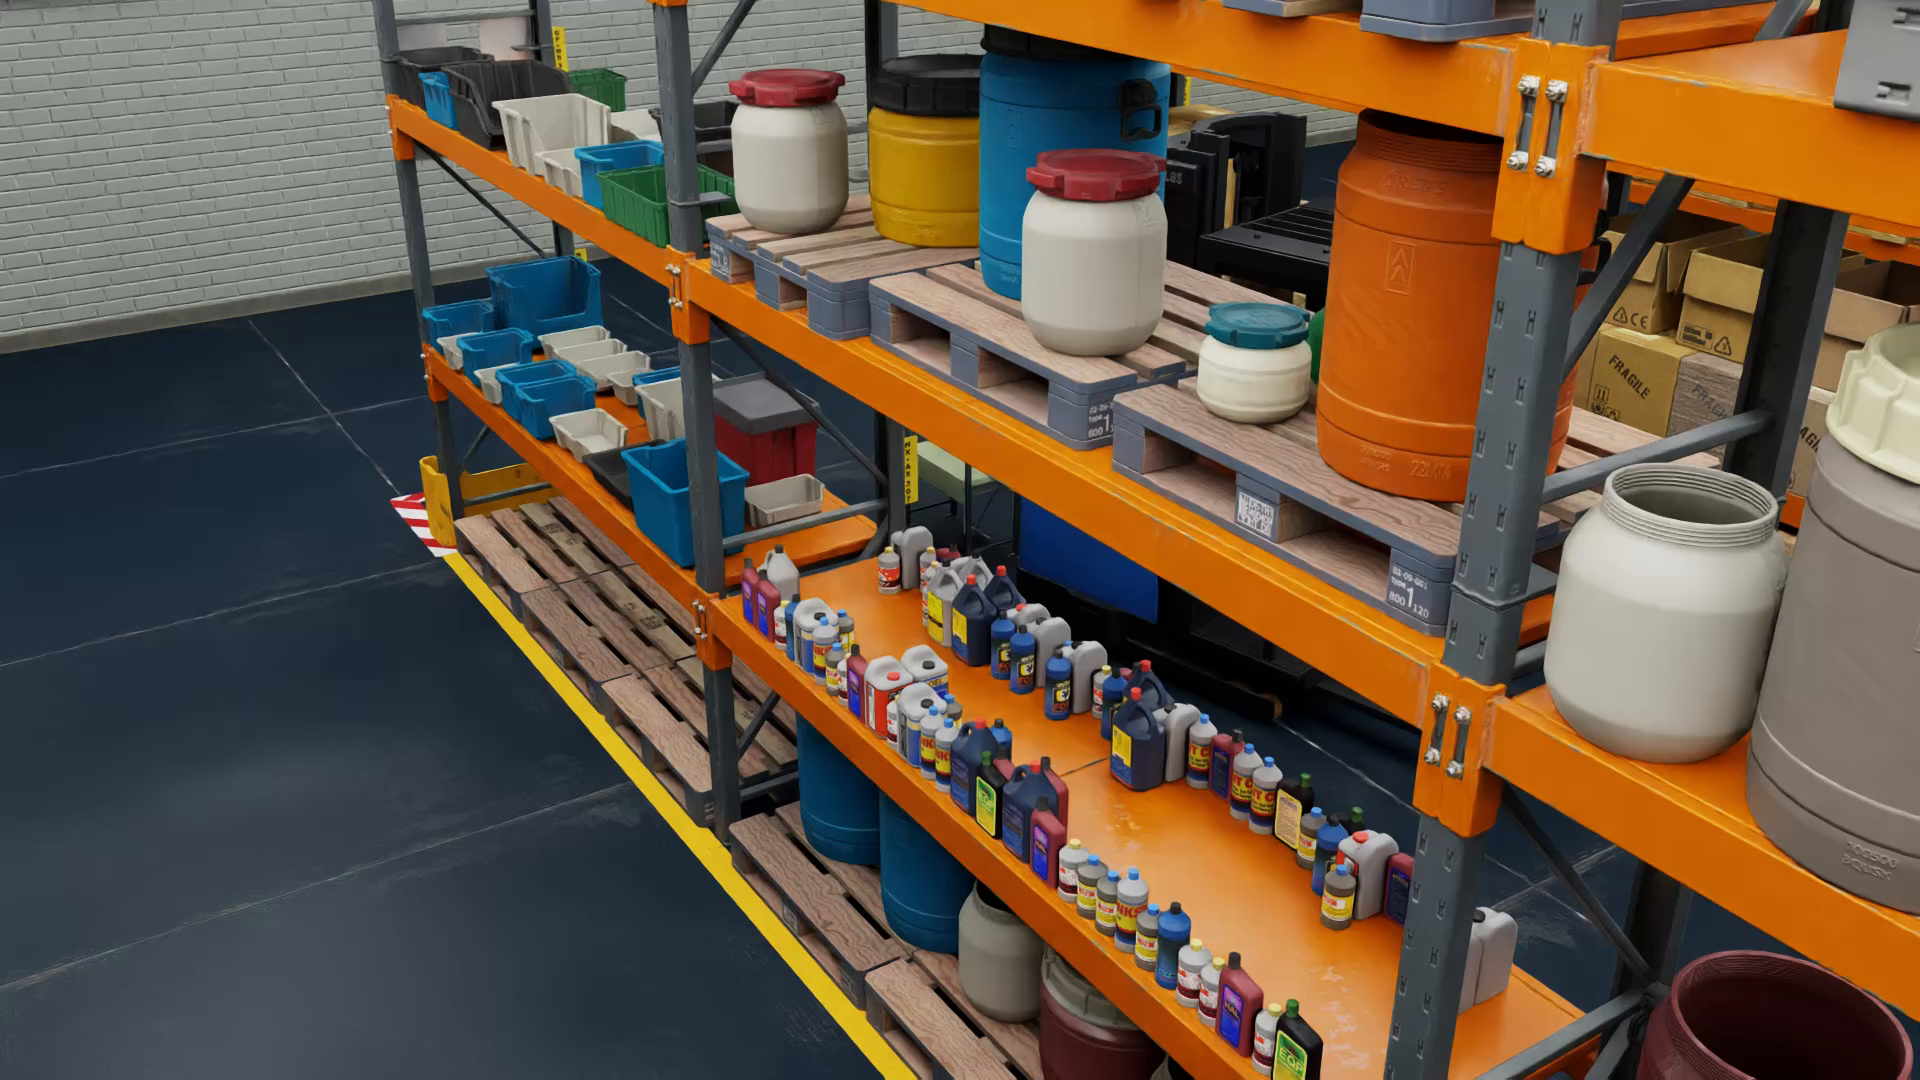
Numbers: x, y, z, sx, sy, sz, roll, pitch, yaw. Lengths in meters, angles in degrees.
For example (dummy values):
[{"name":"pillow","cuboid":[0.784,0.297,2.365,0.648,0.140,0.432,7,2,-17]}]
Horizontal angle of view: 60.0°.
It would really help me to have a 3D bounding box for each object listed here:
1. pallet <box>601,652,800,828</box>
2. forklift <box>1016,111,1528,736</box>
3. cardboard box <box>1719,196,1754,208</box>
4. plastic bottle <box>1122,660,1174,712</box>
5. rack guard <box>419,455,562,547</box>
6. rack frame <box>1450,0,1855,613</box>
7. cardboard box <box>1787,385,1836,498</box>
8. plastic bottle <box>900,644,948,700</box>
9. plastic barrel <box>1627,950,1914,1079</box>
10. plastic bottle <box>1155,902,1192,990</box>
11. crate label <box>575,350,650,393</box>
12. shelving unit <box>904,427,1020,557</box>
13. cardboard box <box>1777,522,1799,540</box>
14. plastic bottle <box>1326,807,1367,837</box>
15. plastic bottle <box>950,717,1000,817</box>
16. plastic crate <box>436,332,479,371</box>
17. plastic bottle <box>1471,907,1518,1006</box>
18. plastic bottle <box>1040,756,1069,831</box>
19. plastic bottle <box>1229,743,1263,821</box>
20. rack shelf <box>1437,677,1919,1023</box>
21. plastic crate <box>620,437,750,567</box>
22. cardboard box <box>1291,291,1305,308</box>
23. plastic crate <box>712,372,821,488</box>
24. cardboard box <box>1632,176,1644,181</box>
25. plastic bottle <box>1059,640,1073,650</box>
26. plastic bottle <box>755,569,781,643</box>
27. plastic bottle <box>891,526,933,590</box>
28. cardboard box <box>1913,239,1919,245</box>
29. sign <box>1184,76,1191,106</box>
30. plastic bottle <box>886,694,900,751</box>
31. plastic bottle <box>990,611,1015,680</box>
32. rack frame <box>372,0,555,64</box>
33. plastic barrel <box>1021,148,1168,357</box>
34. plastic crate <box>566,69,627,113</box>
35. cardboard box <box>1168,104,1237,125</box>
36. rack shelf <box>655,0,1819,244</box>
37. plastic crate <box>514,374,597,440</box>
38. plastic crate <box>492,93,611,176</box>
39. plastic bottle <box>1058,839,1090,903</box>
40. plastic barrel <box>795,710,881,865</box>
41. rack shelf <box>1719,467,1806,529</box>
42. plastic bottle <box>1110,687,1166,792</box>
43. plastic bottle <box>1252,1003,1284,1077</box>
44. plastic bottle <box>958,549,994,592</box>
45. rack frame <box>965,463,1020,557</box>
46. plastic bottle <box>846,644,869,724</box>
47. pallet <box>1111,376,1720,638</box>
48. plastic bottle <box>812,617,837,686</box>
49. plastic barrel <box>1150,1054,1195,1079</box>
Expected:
[{"name":"pallet","cuboid":[-1.133,0.943,8.505,1.003,0.211,1.213,-16,29,-30]},{"name":"forklift","cuboid":[1.745,-0.616,8.621,3.031,2.935,1.130,22,33,39]},{"name":"cardboard box","cuboid":[6.396,-2.815,13.493,0.380,0.149,0.250,-15,29,-29]},{"name":"plastic bottle","cuboid":[0.679,0.605,6.013,0.144,0.351,0.185,-16,29,-30]},{"name":"rack guard","cuboid":[-2.906,-0.370,10.948,1.175,0.500,0.348,-16,29,-30]},{"name":"rack frame","cuboid":[1.485,-1.346,3.061,1.000,3.000,0.127,-16,29,-30]},{"name":"cardboard box","cuboid":[4.327,-0.499,8.175,0.500,0.500,0.500,-15,29,-29]},{"name":"plastic bottle","cuboid":[-0.132,0.542,6.233,0.152,0.276,0.135,-16,29,-30]},{"name":"plastic barrel","cuboid":[1.992,1.400,4.110,0.600,0.536,0.708,-16,29,-30]},{"name":"plastic bottle","cuboid":[0.627,1.182,4.884,0.097,0.271,0.097,0,25,0]},{"name":"crate label","cuboid":[-1.967,-0.952,9.492,0.396,0.136,0.243,-16,29,-30]},{"name":"shelving unit","cuboid":[0.004,-0.676,10.425,0.431,1.500,0.755,-16,29,-30]},{"name":"cardboard box","cuboid":[4.306,0.096,9.030,1.225,0.875,0.875,-17,30,-31]},{"name":"plastic bottle","cuboid":[1.232,0.965,5.328,0.061,0.283,0.133,-16,29,-30]},{"name":"plastic bottle","cuboid":[0.057,0.754,5.696,0.144,0.351,0.185,-16,29,-30]},{"name":"plastic crate","cuboid":[-2.918,-1.104,9.813,0.250,0.136,0.298,-16,29,-30]},{"name":"plastic bottle","cuboid":[1.520,1.193,4.855,0.152,0.276,0.135,-16,29,-30]},{"name":"plastic bottle","cuboid":[0.303,0.866,5.540,0.061,0.283,0.133,-16,29,-30]},{"name":"plastic bottle","cuboid":[0.975,0.816,5.658,0.097,0.271,0.097,0,25,0]},{"name":"rack shelf","cuboid":[2.577,1.051,2.339,1.077,0.370,4.000,-16,29,-30]},{"name":"plastic crate","cuboid":[-1.239,-0.172,7.548,0.392,0.384,0.575,-16,29,-30]},{"name":"cardboard box","cuboid":[2.308,-1.597,10.914,0.380,0.149,0.250,-16,30,-30]},{"name":"plastic crate","cuboid":[-0.976,-0.498,8.146,0.402,0.464,0.583,-16,29,-30]},{"name":"cardboard box","cuboid":[5.913,-3.212,14.335,0.380,0.149,0.250,-14,29,-27]},{"name":"plastic bottle","cuboid":[0.422,0.486,6.440,0.097,0.201,0.097,0,25,0]},{"name":"plastic bottle","cuboid":[-0.783,0.267,6.808,0.061,0.283,0.133,-16,29,-30]},{"name":"plastic bottle","cuboid":[-0.213,0.058,7.260,0.152,0.276,0.135,-16,29,-30]},{"name":"cardboard box","cuboid":[7.310,-2.272,12.344,0.380,0.149,0.250,-16,30,-30]},{"name":"sign","cuboid":[1.730,-3.401,12.808,0.100,0.325,0.005,-16,29,-30]},{"name":"plastic bottle","cuboid":[-0.219,0.659,6.073,0.097,0.201,0.097,0,25,0]},{"name":"plastic bottle","cuboid":[0.168,0.406,6.526,0.097,0.271,0.097,0,25,0]},{"name":"rack frame","cuboid":[-2.882,-4.208,9.122,1.000,3.000,0.127,-16,29,-30]},{"name":"plastic barrel","cuboid":[0.391,-0.840,4.851,0.433,0.535,0.433,0,25,0]},{"name":"plastic crate","cuboid":[-2.105,-2.469,9.201,0.450,0.188,0.336,-16,29,-30]},{"name":"cardboard box","cuboid":[1.754,-2.942,12.417,0.500,0.500,0.500,-15,29,-29]},{"name":"rack shelf","cuboid":[0.393,-1.556,4.815,1.077,0.370,4.000,-16,29,-30]},{"name":"plastic crate","cuboid":[-2.141,-0.703,8.851,0.416,0.233,0.300,-16,29,-30]},{"name":"plastic crate","cuboid":[-1.931,-1.933,7.956,0.437,0.282,0.530,-16,29,-30]},{"name":"plastic bottle","cuboid":[0.361,1.039,5.267,0.097,0.201,0.097,0,25,0]},{"name":"plastic barrel","cuboid":[-0.416,0.893,7.310,0.600,0.901,0.708,-16,29,-30]},{"name":"rack shelf","cuboid":[4.543,-0.178,8.456,1.077,0.370,4.000,-16,29,-30]},{"name":"plastic bottle","cuboid":[0.625,0.688,5.836,0.144,0.351,0.185,-16,29,-30]},{"name":"plastic bottle","cuboid":[0.859,1.366,4.576,0.097,0.201,0.097,0,25,0]},{"name":"plastic bottle","cuboid":[0.077,0.211,6.848,0.144,0.351,0.185,-16,29,-30]},{"name":"rack frame","cuboid":[0.203,-0.545,10.147,0.400,1.500,0.023,-16,29,-30]},{"name":"plastic bottle","cuboid":[-0.371,0.537,6.236,0.061,0.283,0.133,-16,29,-30]},{"name":"pallet","cuboid":[1.149,-0.201,4.369,1.003,0.211,1.213,-16,29,-30]},{"name":"plastic bottle","cuboid":[-0.525,0.427,6.482,0.097,0.271,0.097,0,25,0]},{"name":"plastic barrel","cuboid":[0.821,1.950,5.529,0.421,0.512,0.421,0,25,0]}]
